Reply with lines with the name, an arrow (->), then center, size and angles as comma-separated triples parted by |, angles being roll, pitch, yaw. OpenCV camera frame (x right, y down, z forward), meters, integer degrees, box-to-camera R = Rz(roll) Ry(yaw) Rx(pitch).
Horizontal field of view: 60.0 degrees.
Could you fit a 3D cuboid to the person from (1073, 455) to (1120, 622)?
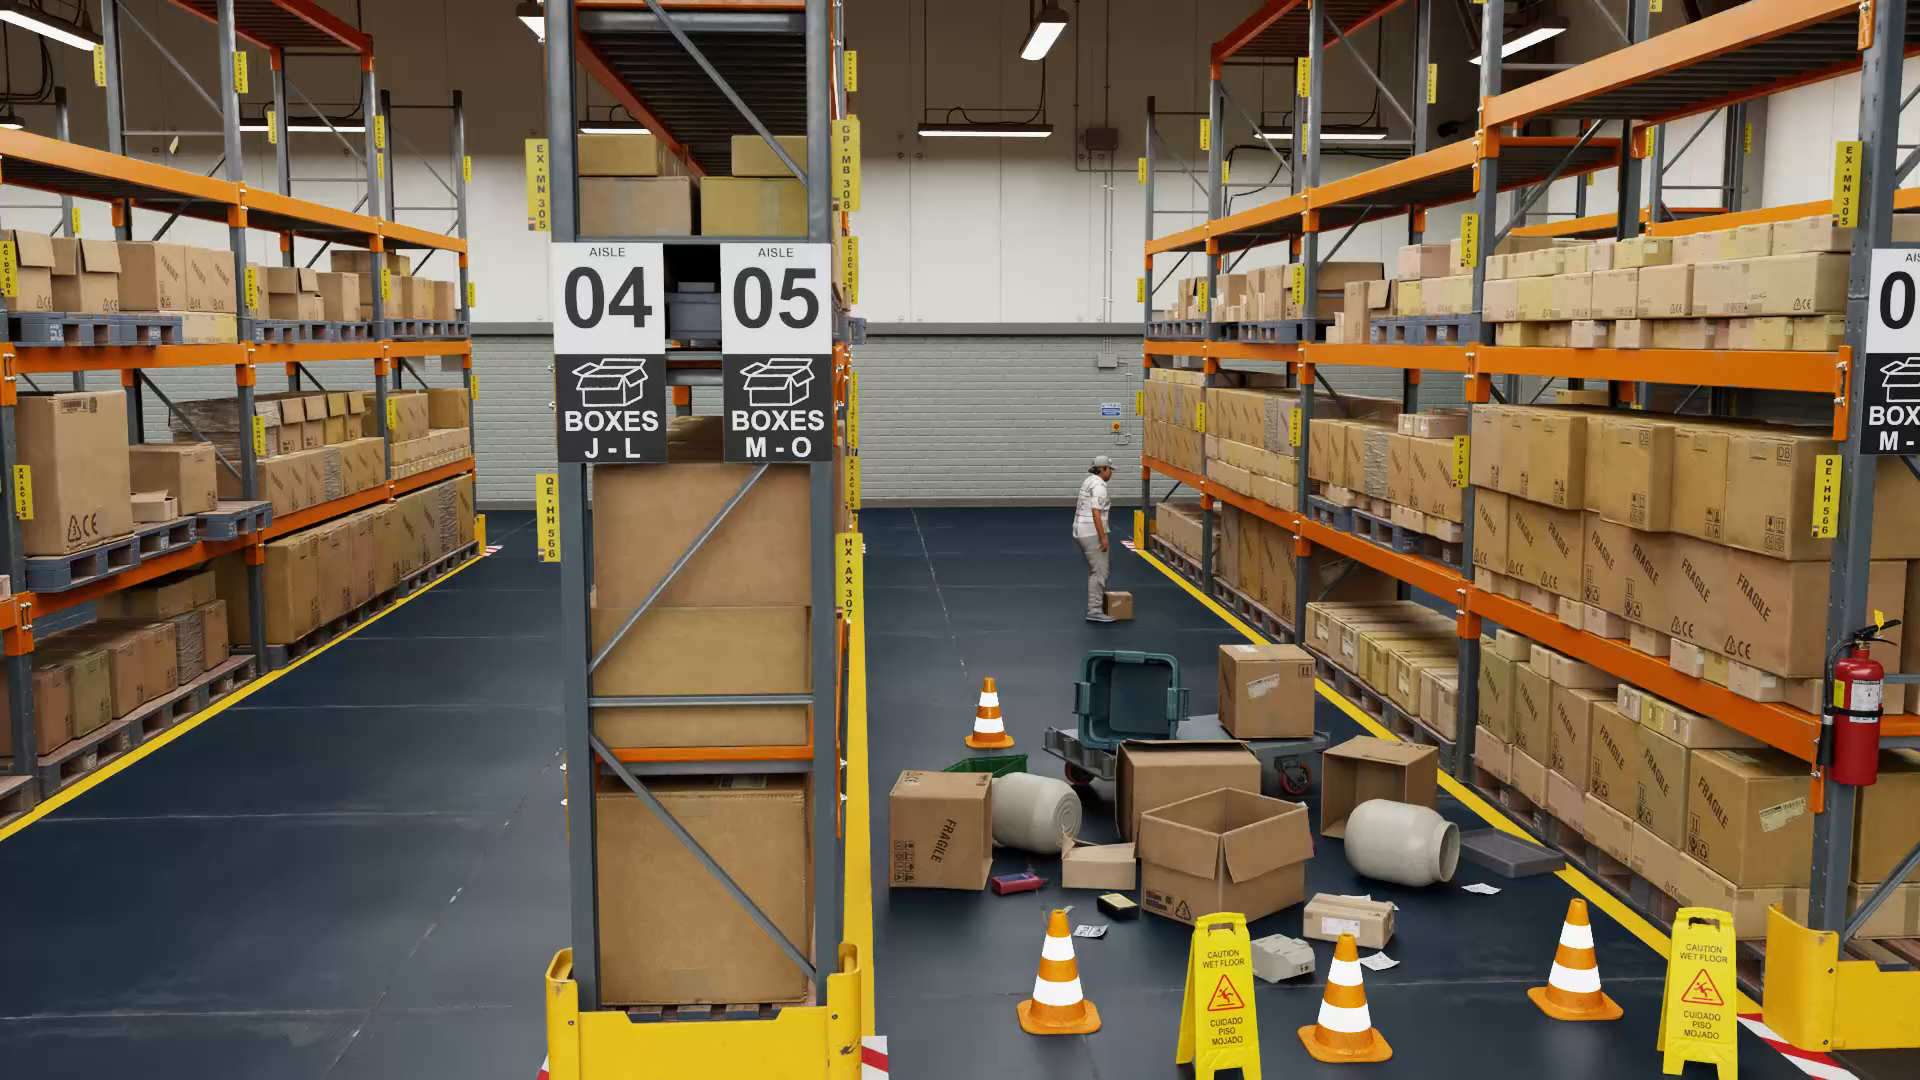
person -> 1.405, -0.028, 16.945 | 0.450, 1.667, 0.563 | -1, 7, -6
